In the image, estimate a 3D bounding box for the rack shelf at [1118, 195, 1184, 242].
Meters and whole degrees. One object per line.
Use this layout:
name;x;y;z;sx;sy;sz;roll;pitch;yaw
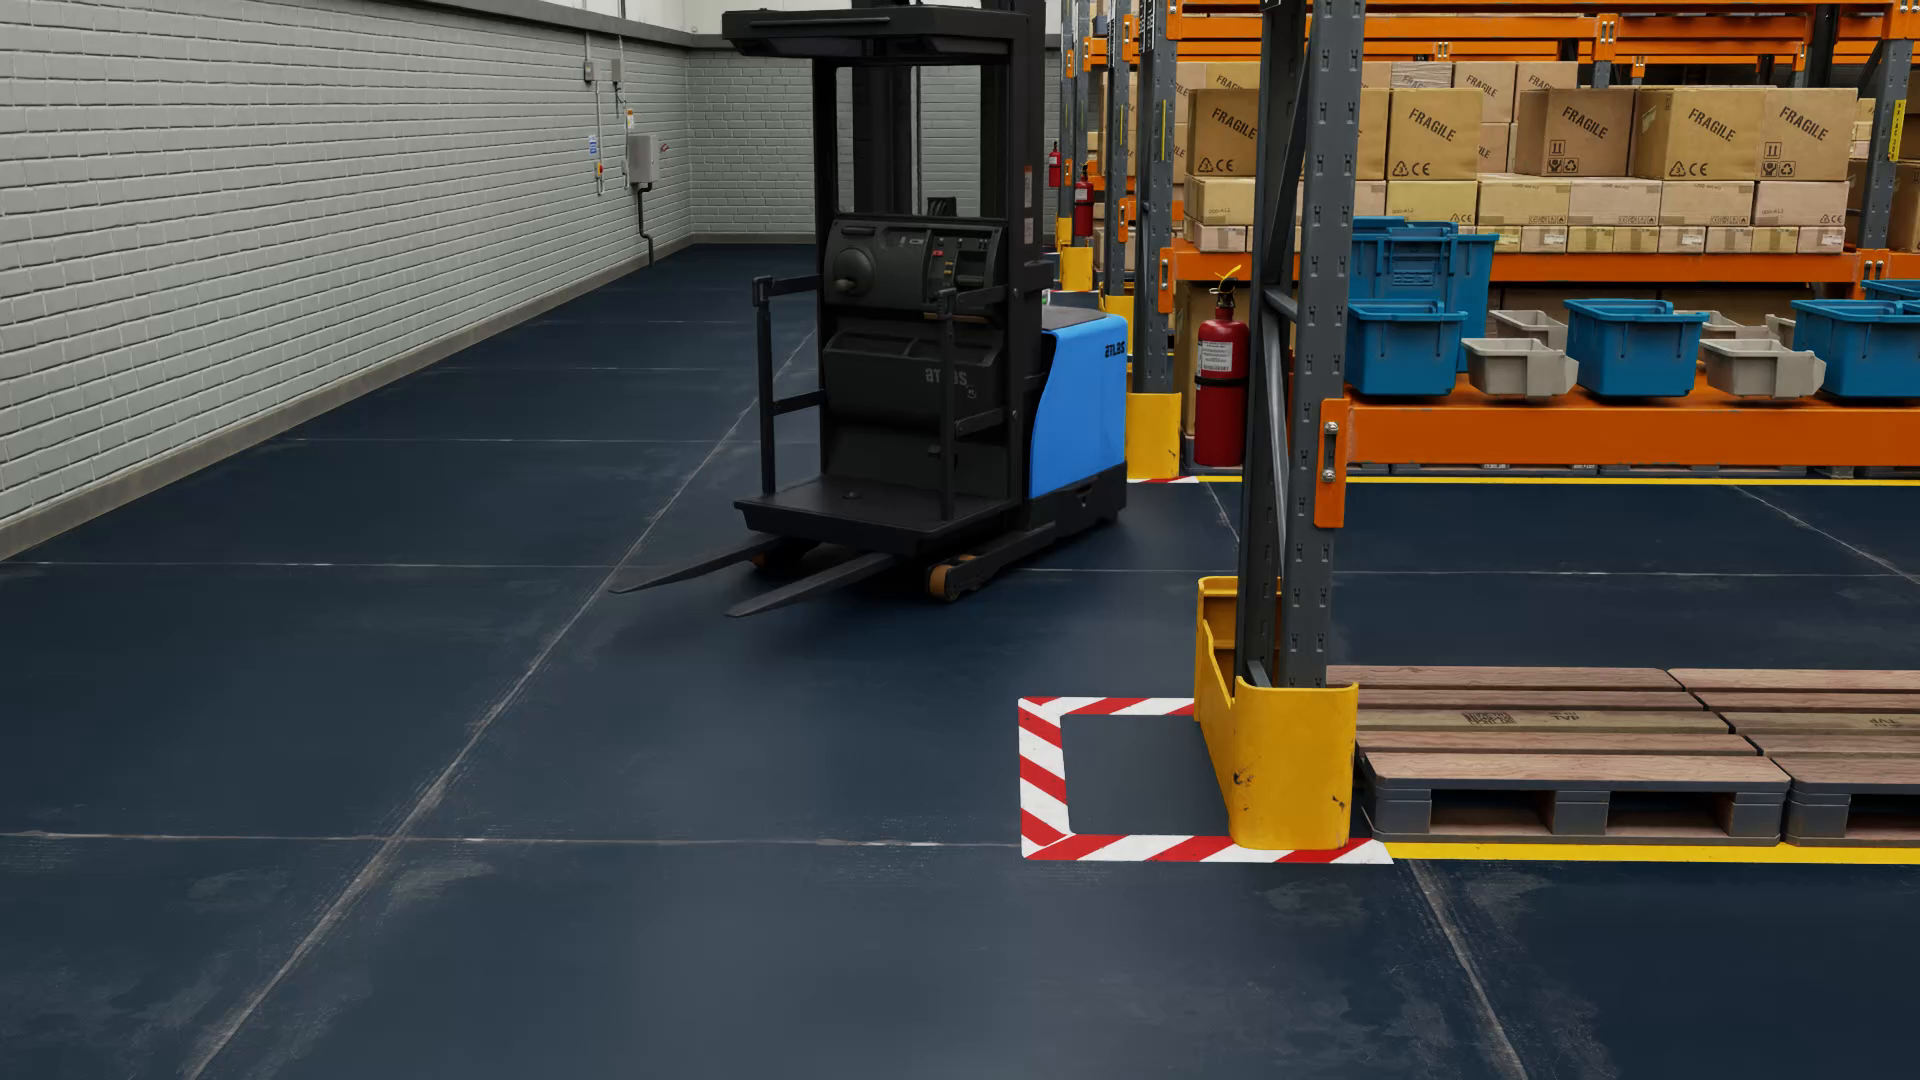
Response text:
rack shelf;3.373;-2.858;14.701;4.000;0.370;1.077;0;15;1

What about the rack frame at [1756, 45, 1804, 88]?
rack frame;9.396;-4.429;19.249;0.127;3.000;1.000;0;15;1

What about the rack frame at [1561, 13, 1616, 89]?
rack frame;5.372;-3.192;14.560;0.127;3.000;1.000;0;15;1

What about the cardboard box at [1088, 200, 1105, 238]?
cardboard box;2.131;-4.715;24.402;0.637;0.503;0.797;0;15;-1

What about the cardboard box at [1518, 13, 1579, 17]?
cardboard box;4.875;-4.505;13.948;0.500;0.250;0.500;1;15;3

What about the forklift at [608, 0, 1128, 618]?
forklift;-0.334;-1.281;7.451;1.130;2.935;3.031;9;17;31

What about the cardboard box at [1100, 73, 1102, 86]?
cardboard box;1.763;-5.376;19.408;0.250;0.149;0.380;1;15;2

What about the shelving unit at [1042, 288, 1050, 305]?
shelving unit;0.213;-0.854;9.220;0.503;1.200;0.258;7;16;25

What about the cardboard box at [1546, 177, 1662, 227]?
cardboard box;3.669;-1.941;9.530;0.500;0.250;0.500;1;15;3

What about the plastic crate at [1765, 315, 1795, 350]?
plastic crate;2.704;-0.635;5.267;0.250;0.136;0.298;0;15;1

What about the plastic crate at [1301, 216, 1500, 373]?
plastic crate;1.359;-0.783;5.240;0.499;0.435;0.616;0;15;1

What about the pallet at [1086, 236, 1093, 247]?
pallet;2.395;-4.393;24.579;1.213;0.211;1.003;0;15;1

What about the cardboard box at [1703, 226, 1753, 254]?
cardboard box;4.318;-1.729;9.504;0.250;0.149;0.380;0;15;0

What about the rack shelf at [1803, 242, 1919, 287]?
rack shelf;7.144;-1.567;9.811;4.000;0.370;1.077;0;15;1

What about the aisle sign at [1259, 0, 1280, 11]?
aisle sign;0.955;-2.023;5.033;0.004;0.787;0.394;0;15;1

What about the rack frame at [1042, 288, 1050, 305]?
rack frame;0.432;-0.826;9.116;0.015;1.200;0.240;7;16;25

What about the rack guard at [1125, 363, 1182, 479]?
rack guard;1.122;-0.746;10.187;0.348;0.500;1.175;0;15;1

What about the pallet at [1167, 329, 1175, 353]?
pallet;2.261;-1.855;14.959;1.213;0.211;1.003;0;15;1

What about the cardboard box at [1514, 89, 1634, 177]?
cardboard box;3.660;-2.438;9.941;0.500;0.500;0.500;0;15;0

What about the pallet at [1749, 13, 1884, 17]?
pallet;7.024;-4.515;14.061;1.003;0.211;1.213;0;15;1

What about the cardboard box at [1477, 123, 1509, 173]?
cardboard box;4.363;-3.319;14.262;0.500;0.500;0.500;0;15;0

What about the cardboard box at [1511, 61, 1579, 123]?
cardboard box;4.896;-3.802;14.132;0.500;0.500;0.500;0;15;-1

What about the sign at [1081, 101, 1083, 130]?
sign;1.379;-4.797;18.789;0.005;0.325;0.100;0;15;1

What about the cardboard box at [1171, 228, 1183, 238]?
cardboard box;2.976;-3.463;19.785;0.875;0.438;0.875;1;15;3

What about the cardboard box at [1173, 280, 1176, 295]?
cardboard box;1.889;-2.241;14.552;0.250;0.149;0.380;0;15;-1

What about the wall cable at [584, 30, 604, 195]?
wall cable;-4.238;-5.019;19.429;0.123;1.953;0.585;0;15;1

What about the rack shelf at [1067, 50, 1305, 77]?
rack shelf;3.521;-6.837;23.904;4.000;0.370;1.077;0;15;1

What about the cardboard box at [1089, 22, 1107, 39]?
cardboard box;1.959;-7.196;23.568;0.500;0.250;0.500;0;15;1

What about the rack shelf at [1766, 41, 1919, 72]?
rack shelf;11.396;-5.519;18.908;4.000;0.370;1.077;0;15;1

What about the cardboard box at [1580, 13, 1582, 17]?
cardboard box;8.641;-7.354;23.383;0.250;0.149;0.380;0;15;0

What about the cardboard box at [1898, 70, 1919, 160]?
cardboard box;5.783;-2.460;9.620;0.637;0.503;0.797;0;15;0

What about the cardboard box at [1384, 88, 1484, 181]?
cardboard box;2.637;-2.311;9.461;0.500;0.500;0.500;0;15;0

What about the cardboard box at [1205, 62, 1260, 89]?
cardboard box;2.320;-3.822;14.207;0.500;0.500;0.500;1;15;3

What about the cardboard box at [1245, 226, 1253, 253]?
cardboard box;1.749;-1.745;9.567;0.250;0.149;0.380;0;15;1

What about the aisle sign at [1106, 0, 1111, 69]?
aisle sign;1.308;-4.552;14.619;0.004;0.787;0.394;0;15;1

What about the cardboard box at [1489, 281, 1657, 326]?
cardboard box;3.587;-1.134;10.102;0.875;0.875;0.875;0;15;1

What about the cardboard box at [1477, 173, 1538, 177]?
cardboard box;3.174;-2.081;10.059;0.500;0.250;0.500;0;15;2

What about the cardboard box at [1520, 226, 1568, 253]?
cardboard box;3.292;-1.735;9.530;0.250;0.149;0.380;1;15;2

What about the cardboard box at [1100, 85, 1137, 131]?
cardboard box;1.872;-4.938;19.019;0.500;0.500;0.500;0;15;0

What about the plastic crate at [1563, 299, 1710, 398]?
plastic crate;1.916;-0.549;4.753;0.300;0.233;0.416;0;15;1

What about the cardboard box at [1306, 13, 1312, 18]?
cardboard box;2.858;-4.524;14.020;0.500;0.250;0.500;0;15;0

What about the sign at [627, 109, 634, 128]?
sign;-4.247;-5.434;21.436;0.001;0.242;0.339;0;15;1

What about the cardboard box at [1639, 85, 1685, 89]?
cardboard box;7.863;-4.904;18.892;0.500;0.500;0.500;0;15;1

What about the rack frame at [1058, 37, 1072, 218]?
rack frame;1.522;-5.747;24.244;0.127;3.000;1.000;0;15;1

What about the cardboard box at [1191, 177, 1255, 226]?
cardboard box;1.619;-1.954;9.576;0.500;0.250;0.500;0;15;0

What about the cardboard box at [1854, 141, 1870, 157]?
cardboard box;7.576;-3.287;14.004;0.250;0.149;0.380;1;15;3

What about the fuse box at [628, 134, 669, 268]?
fuse box;-4.039;-4.424;21.754;0.414;1.711;0.539;0;15;1
